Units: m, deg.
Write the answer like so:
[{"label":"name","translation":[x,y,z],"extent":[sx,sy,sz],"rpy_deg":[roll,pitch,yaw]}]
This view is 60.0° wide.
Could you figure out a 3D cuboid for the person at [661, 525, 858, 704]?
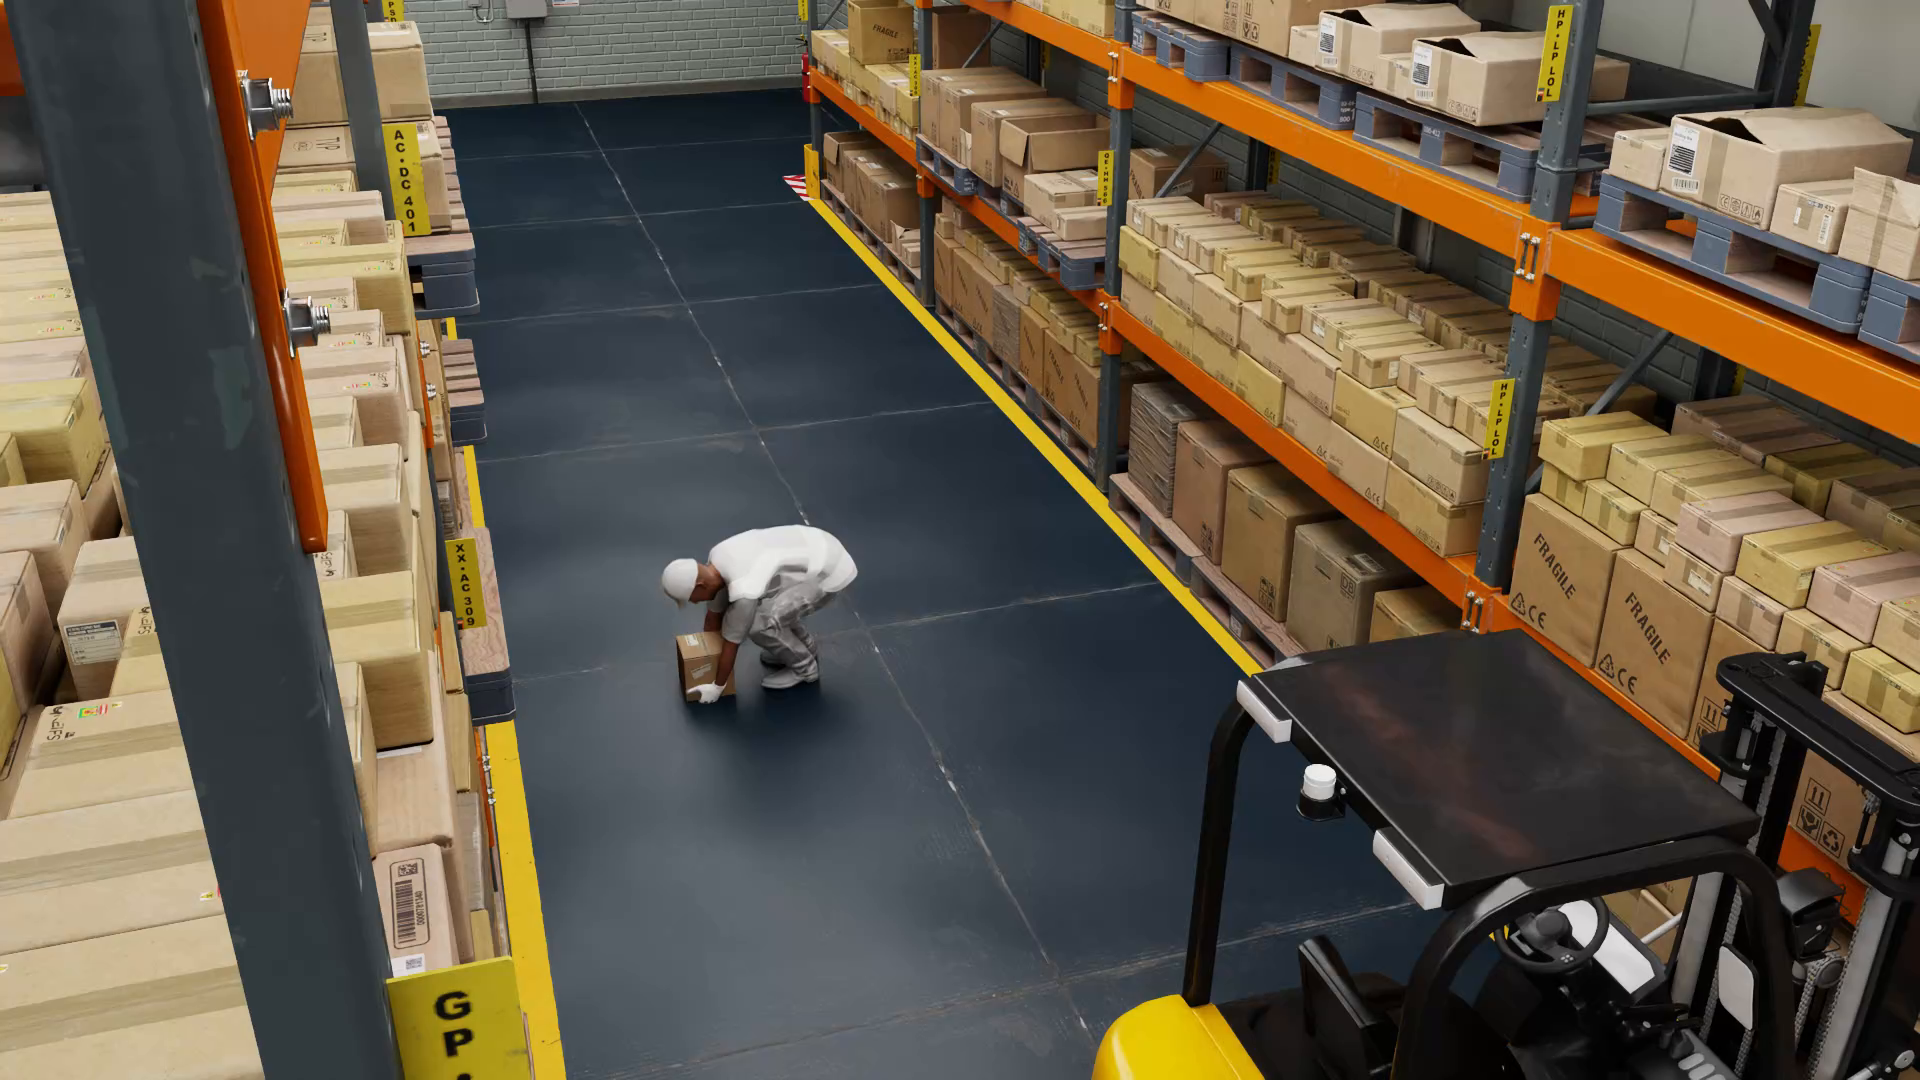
[{"label":"person","translation":[-1.018,0.364,8.477],"extent":[0.975,0.833,0.551],"rpy_deg":[-9,27,-17]}]
